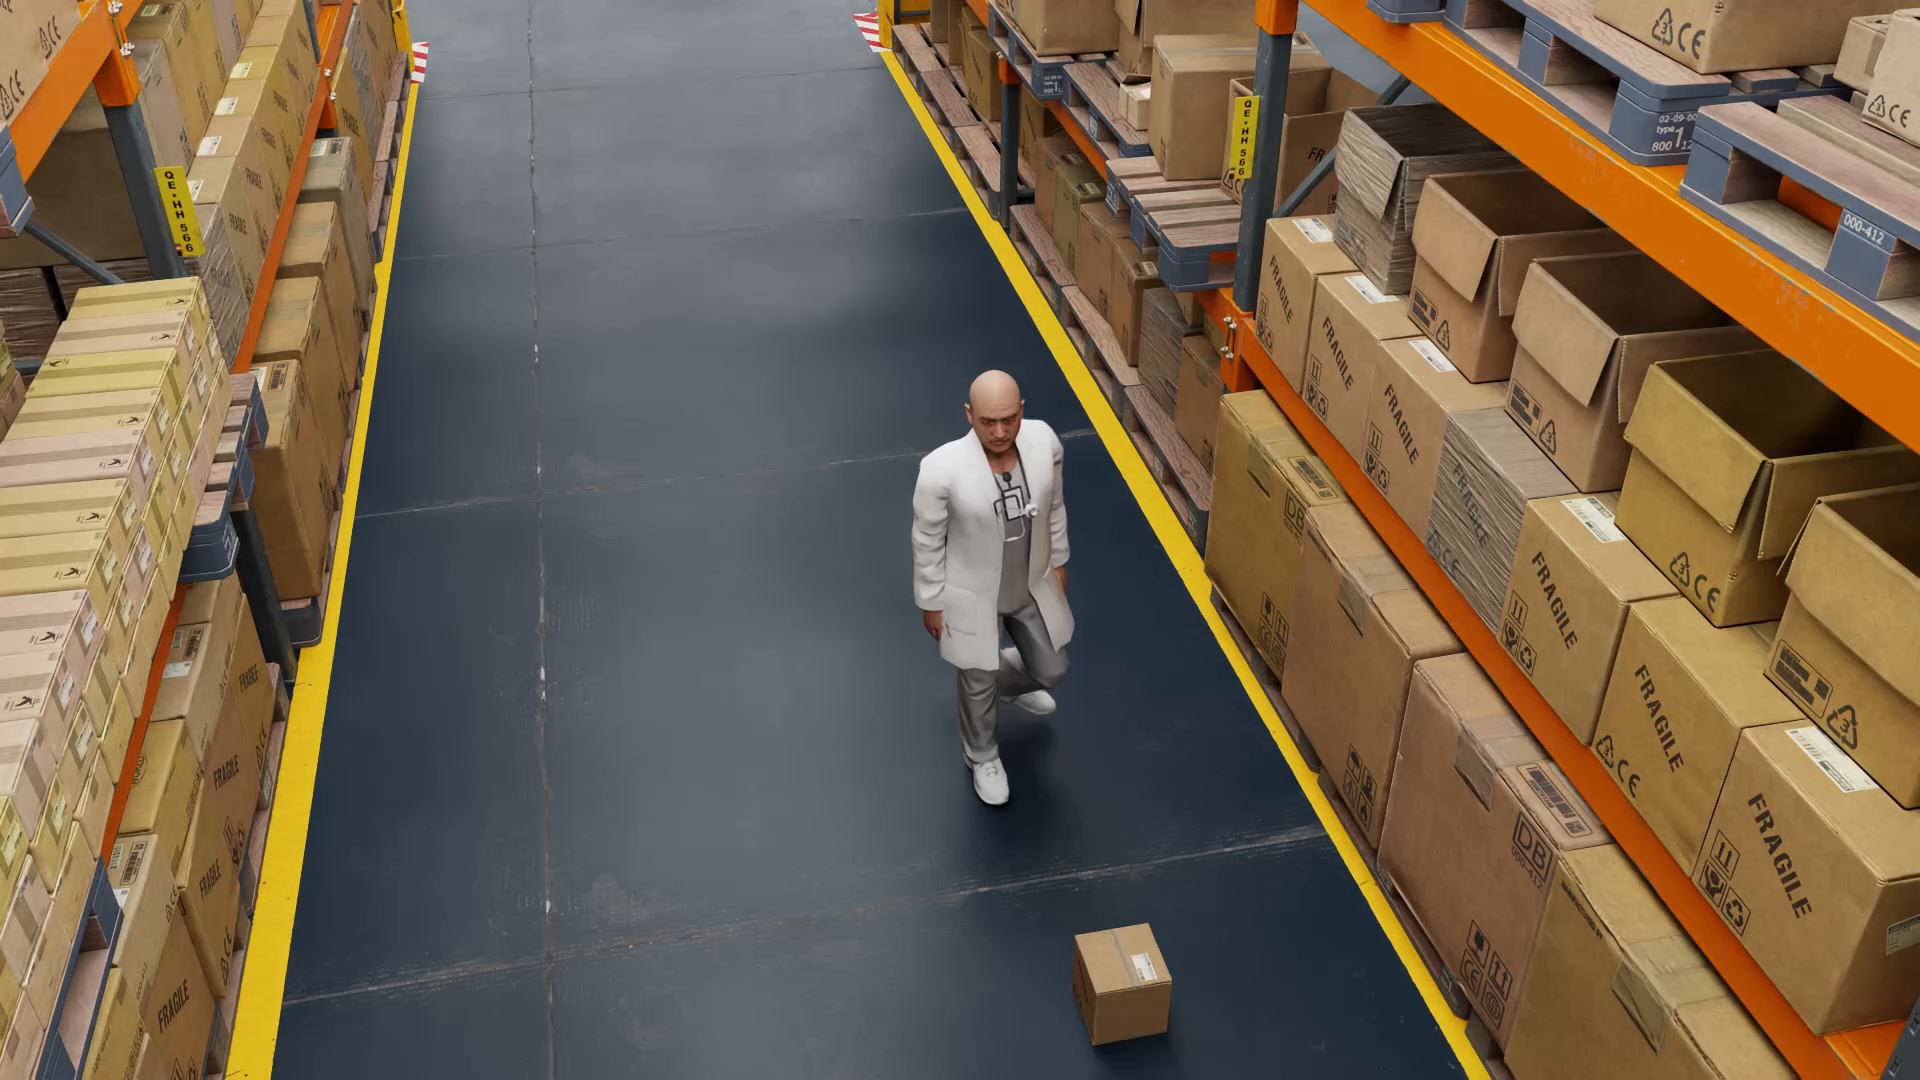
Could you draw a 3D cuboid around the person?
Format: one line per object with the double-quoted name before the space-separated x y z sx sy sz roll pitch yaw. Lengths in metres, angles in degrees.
"person" 0.114 0.124 5.963 0.656 1.774 0.600 -14 37 -20
